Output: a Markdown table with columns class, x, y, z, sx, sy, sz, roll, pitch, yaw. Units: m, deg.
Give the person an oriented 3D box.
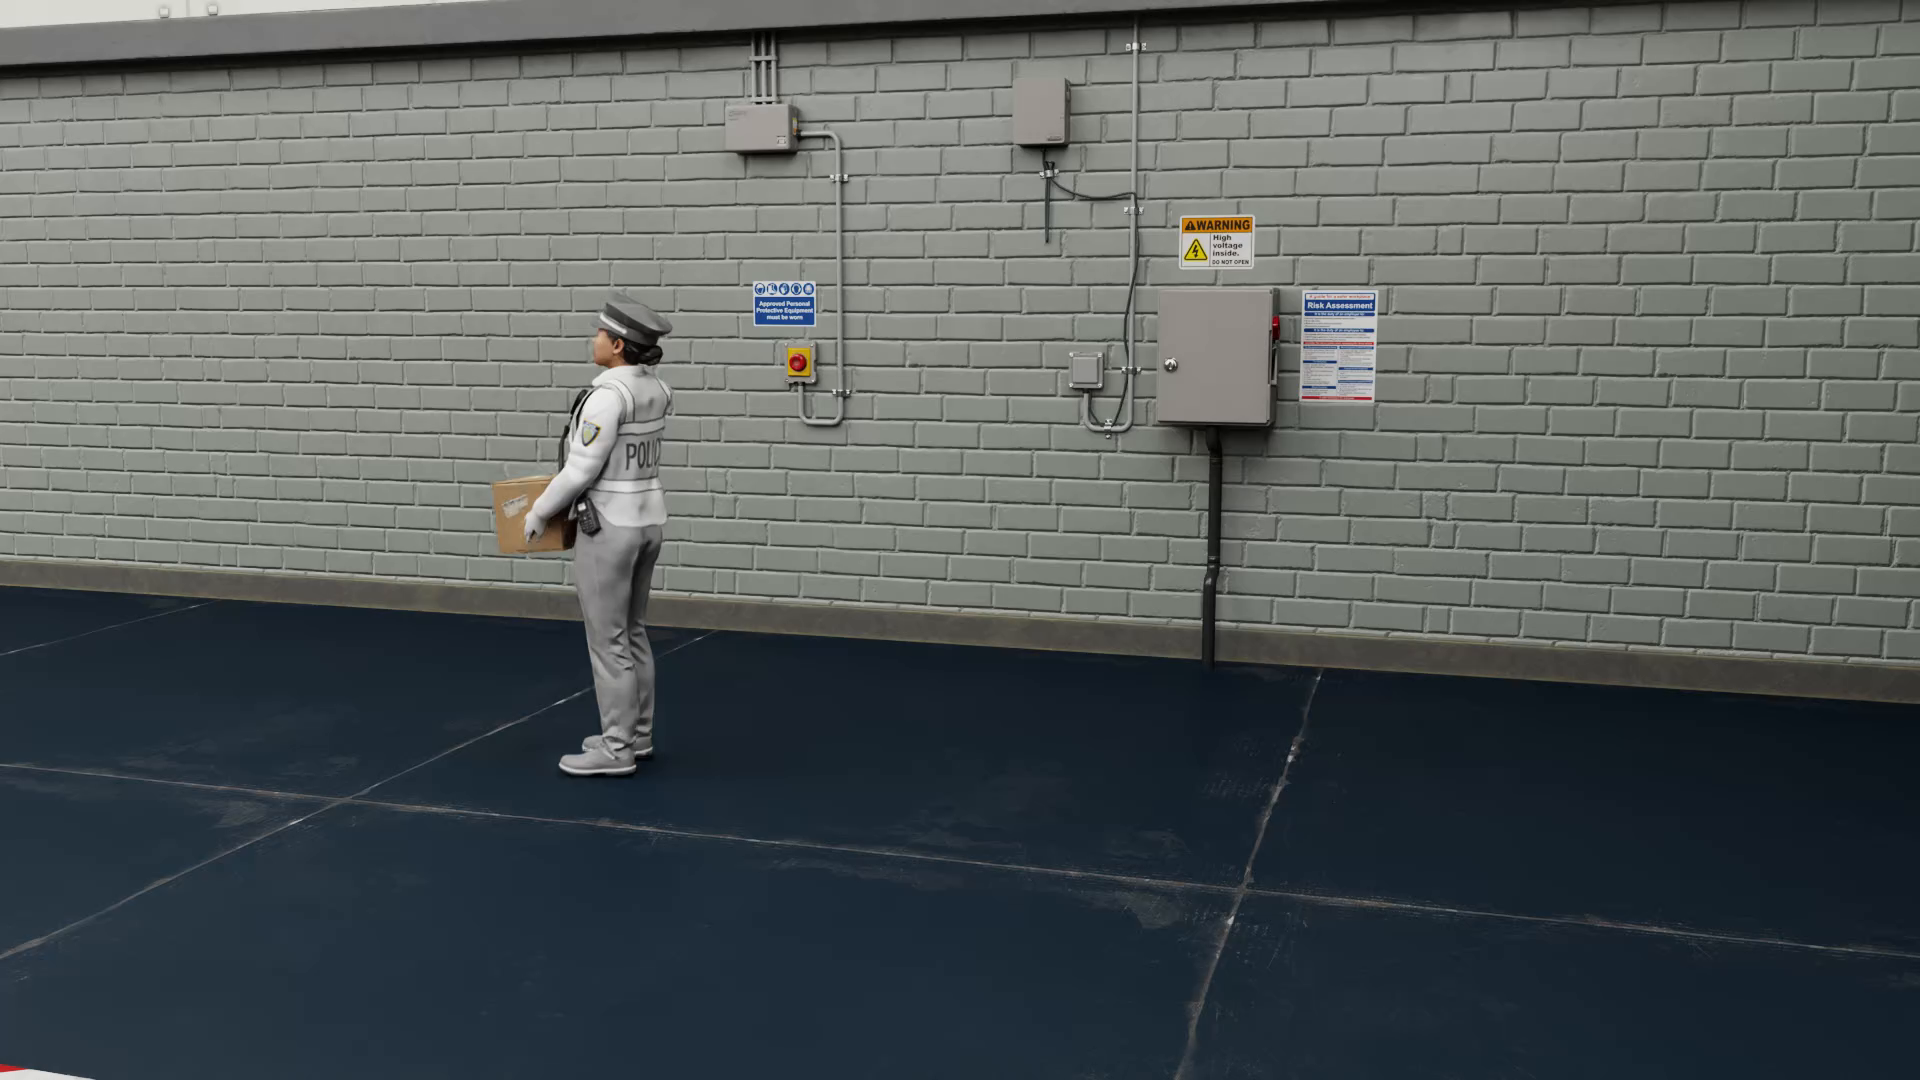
| class | x | y | z | sx | sy | sz | roll | pitch | yaw |
| --- | --- | --- | --- | --- | --- | --- | --- | --- | --- |
| person | -1.263 | 0.003 | 5.847 | 0.502 | 1.653 | 0.492 | 2 | 9 | 16 |
